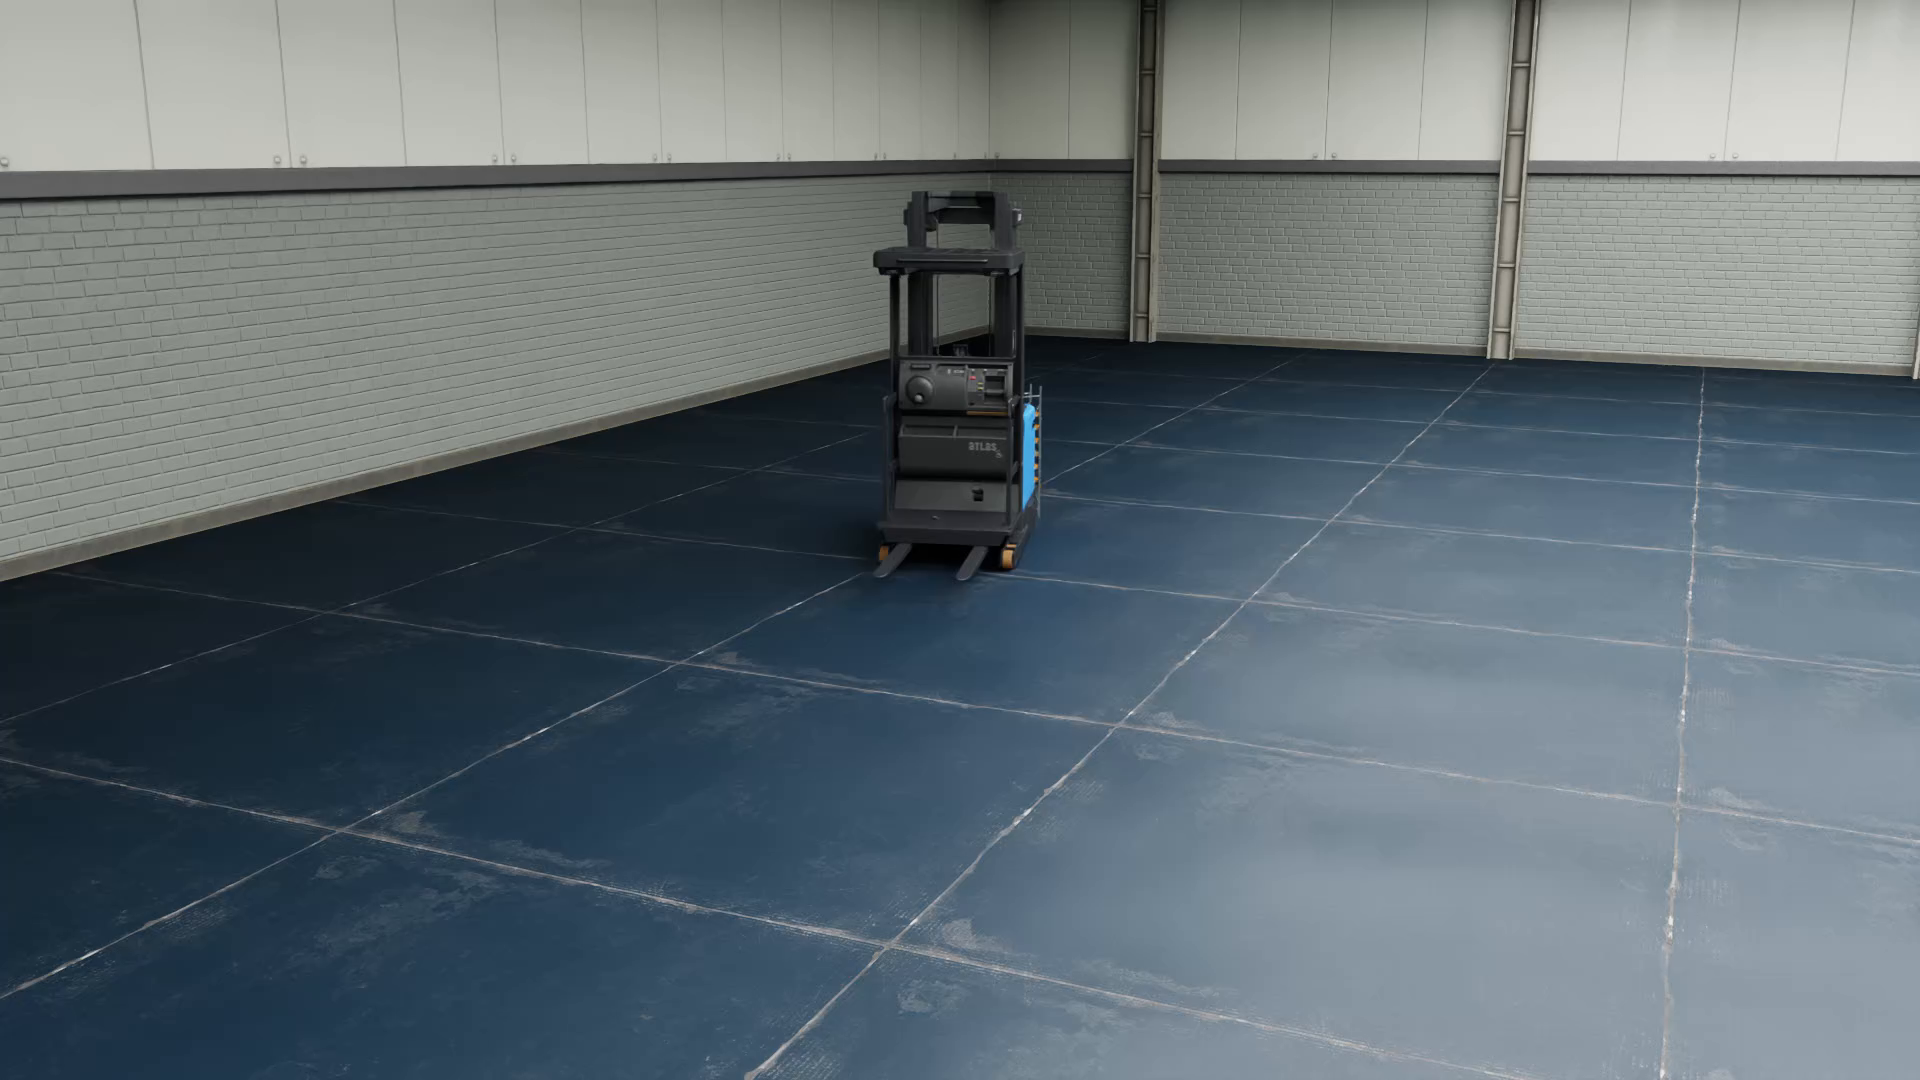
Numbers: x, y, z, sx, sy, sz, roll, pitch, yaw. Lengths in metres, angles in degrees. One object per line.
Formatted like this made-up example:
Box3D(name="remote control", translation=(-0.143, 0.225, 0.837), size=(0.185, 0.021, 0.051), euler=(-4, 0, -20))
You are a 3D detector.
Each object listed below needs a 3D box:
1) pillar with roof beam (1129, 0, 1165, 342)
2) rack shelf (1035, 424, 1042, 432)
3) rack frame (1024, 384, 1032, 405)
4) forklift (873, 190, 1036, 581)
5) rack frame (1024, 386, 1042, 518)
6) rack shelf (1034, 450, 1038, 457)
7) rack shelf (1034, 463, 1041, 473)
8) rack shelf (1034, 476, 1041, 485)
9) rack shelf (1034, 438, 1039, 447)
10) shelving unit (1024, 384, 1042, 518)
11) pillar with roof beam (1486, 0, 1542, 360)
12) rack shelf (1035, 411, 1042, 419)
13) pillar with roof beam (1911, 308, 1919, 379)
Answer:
Box3D(name="pillar with roof beam", translation=(1.456, -6.964, 24.235), size=(0.400, 9.000, 9.100), euler=(6, 14, 23))
Box3D(name="rack shelf", translation=(0.579, -0.988, 14.979), size=(0.258, 0.103, 0.180), euler=(-6, 14, -26))
Box3D(name="rack frame", translation=(0.538, -0.816, 15.103), size=(0.240, 1.200, 0.006), euler=(-6, 14, -26))
Box3D(name="forklift", translation=(-0.063, -1.273, 13.265), size=(1.130, 2.935, 3.031), euler=(2, 13, 9))
Box3D(name="rack frame", translation=(0.619, -0.779, 14.943), size=(0.240, 1.200, 0.006), euler=(-6, 14, -26))
Box3D(name="rack shelf", translation=(0.578, -0.754, 15.033), size=(0.258, 0.103, 0.180), euler=(-6, 14, -26))
Box3D(name="rack shelf", translation=(0.578, -0.637, 15.059), size=(0.258, 0.103, 0.180), euler=(-6, 14, -26))
Box3D(name="rack shelf", translation=(0.578, -0.520, 15.086), size=(0.258, 0.103, 0.180), euler=(-6, 14, -26))
Box3D(name="rack shelf", translation=(0.579, -0.871, 15.006), size=(0.258, 0.103, 0.180), euler=(-6, 14, -26))
Box3D(name="shelving unit", translation=(0.578, -0.797, 15.023), size=(0.258, 1.200, 0.189), euler=(-6, 14, -26))
Box3D(name="pillar with roof beam", translation=(6.942, -6.409, 21.869), size=(0.400, 9.000, 9.100), euler=(6, 14, 23))
Box3D(name="rack shelf", translation=(0.579, -1.105, 14.952), size=(0.258, 0.103, 0.180), euler=(-6, 14, -26))
Box3D(name="pillar with roof beam", translation=(12.427, -5.854, 19.503), size=(0.400, 9.000, 9.100), euler=(6, 14, 23))
